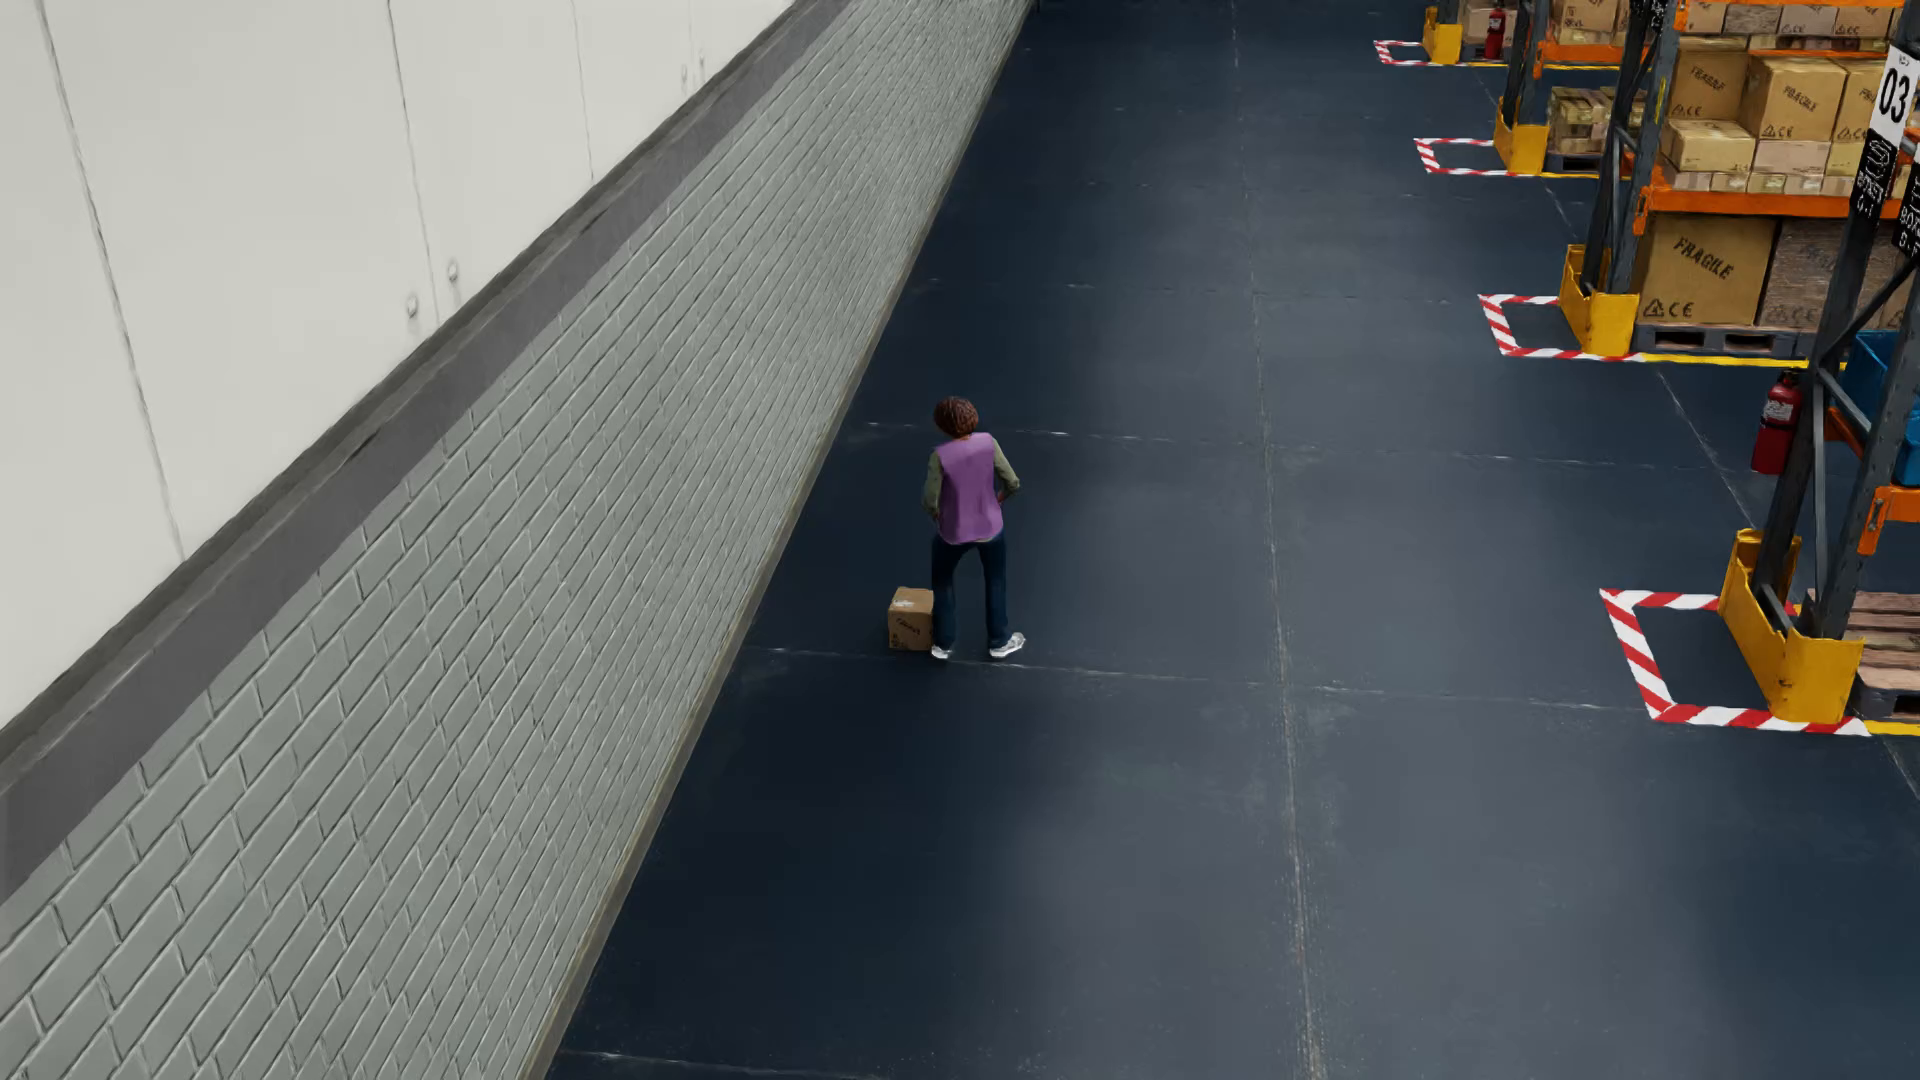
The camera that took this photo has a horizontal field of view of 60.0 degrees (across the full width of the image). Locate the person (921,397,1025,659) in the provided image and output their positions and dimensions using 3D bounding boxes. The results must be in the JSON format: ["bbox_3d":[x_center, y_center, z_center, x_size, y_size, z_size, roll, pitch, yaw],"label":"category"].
[{"bbox_3d":[0.078,-0.051,8.776,0.600,1.589,0.360,-5,29,-9],"label":"person"}]
